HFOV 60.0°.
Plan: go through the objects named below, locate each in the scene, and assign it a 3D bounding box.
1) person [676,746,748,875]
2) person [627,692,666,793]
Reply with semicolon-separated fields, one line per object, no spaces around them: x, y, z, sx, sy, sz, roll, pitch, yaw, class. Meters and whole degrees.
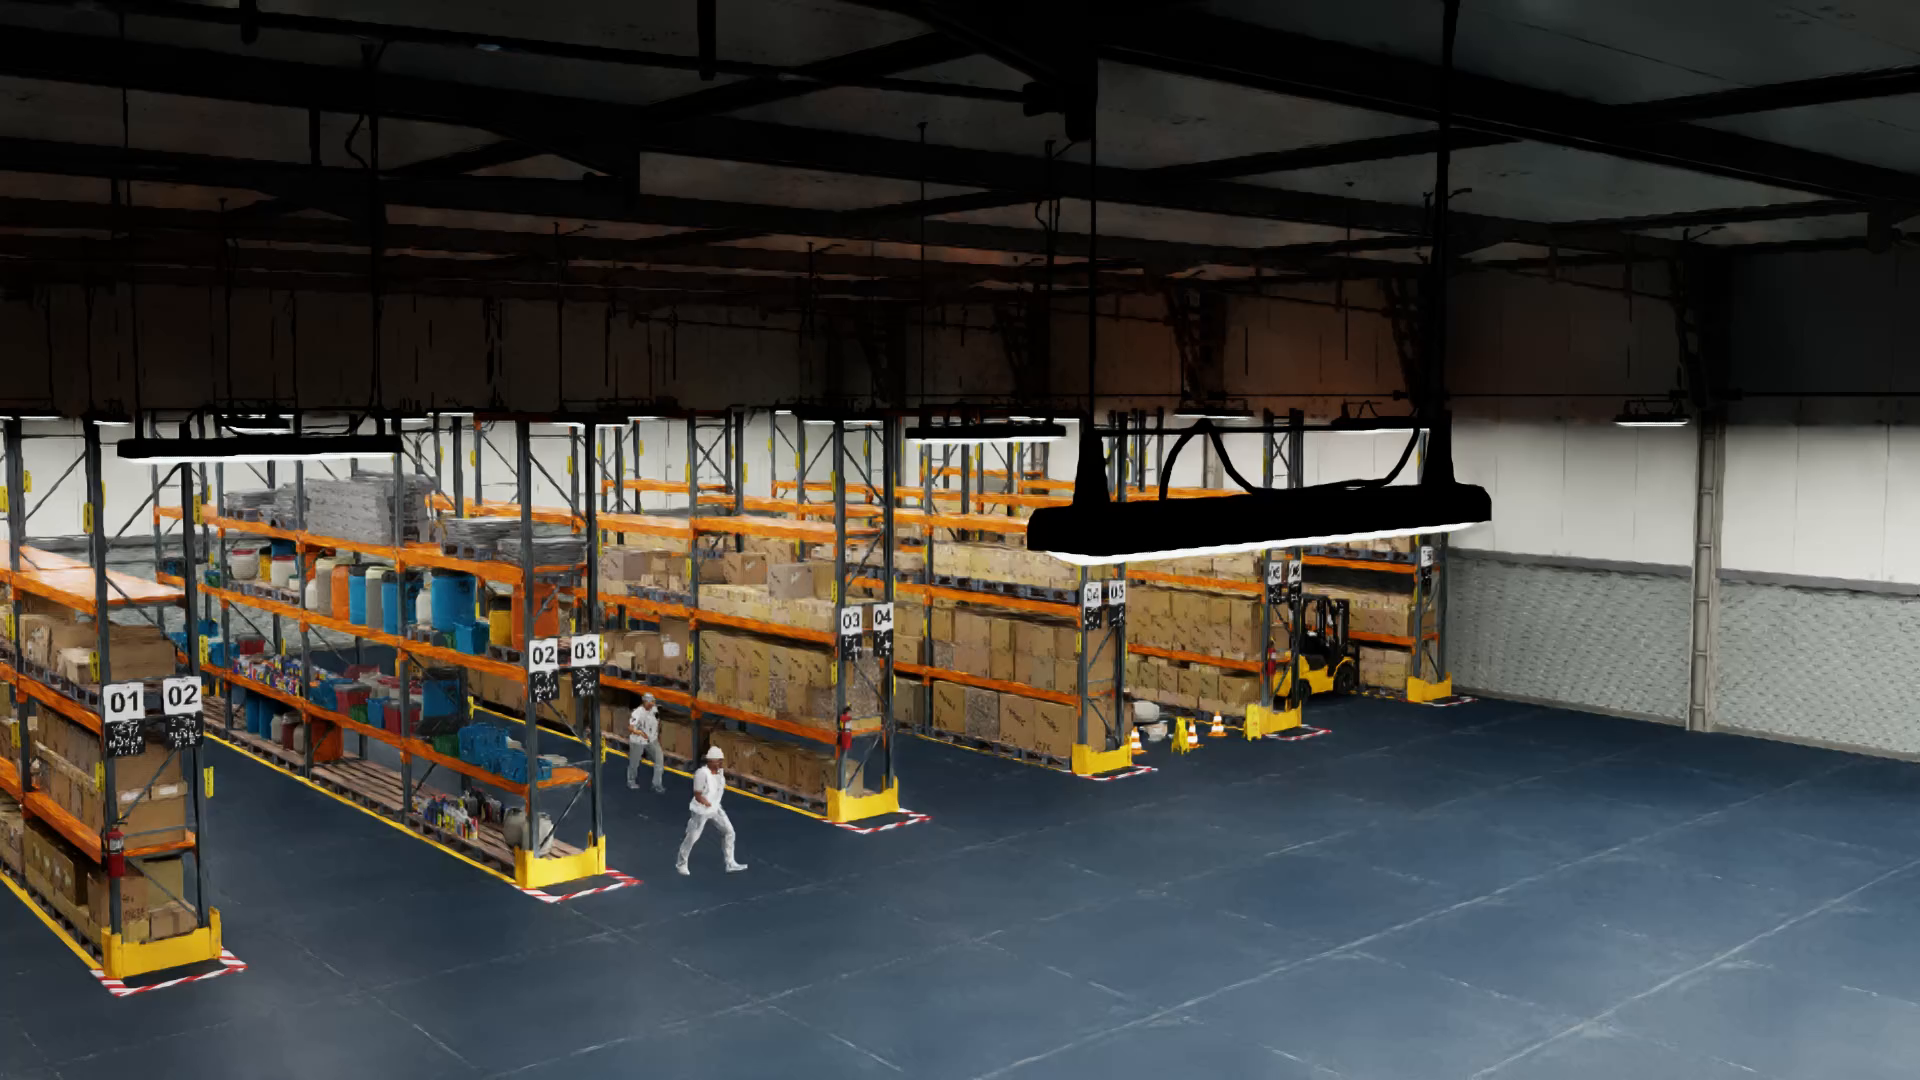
-3.313;3.545;21.860;0.828;1.714;0.706;3;6;31;person
-5.026;3.206;26.559;0.628;1.599;0.828;-4;6;-35;person
